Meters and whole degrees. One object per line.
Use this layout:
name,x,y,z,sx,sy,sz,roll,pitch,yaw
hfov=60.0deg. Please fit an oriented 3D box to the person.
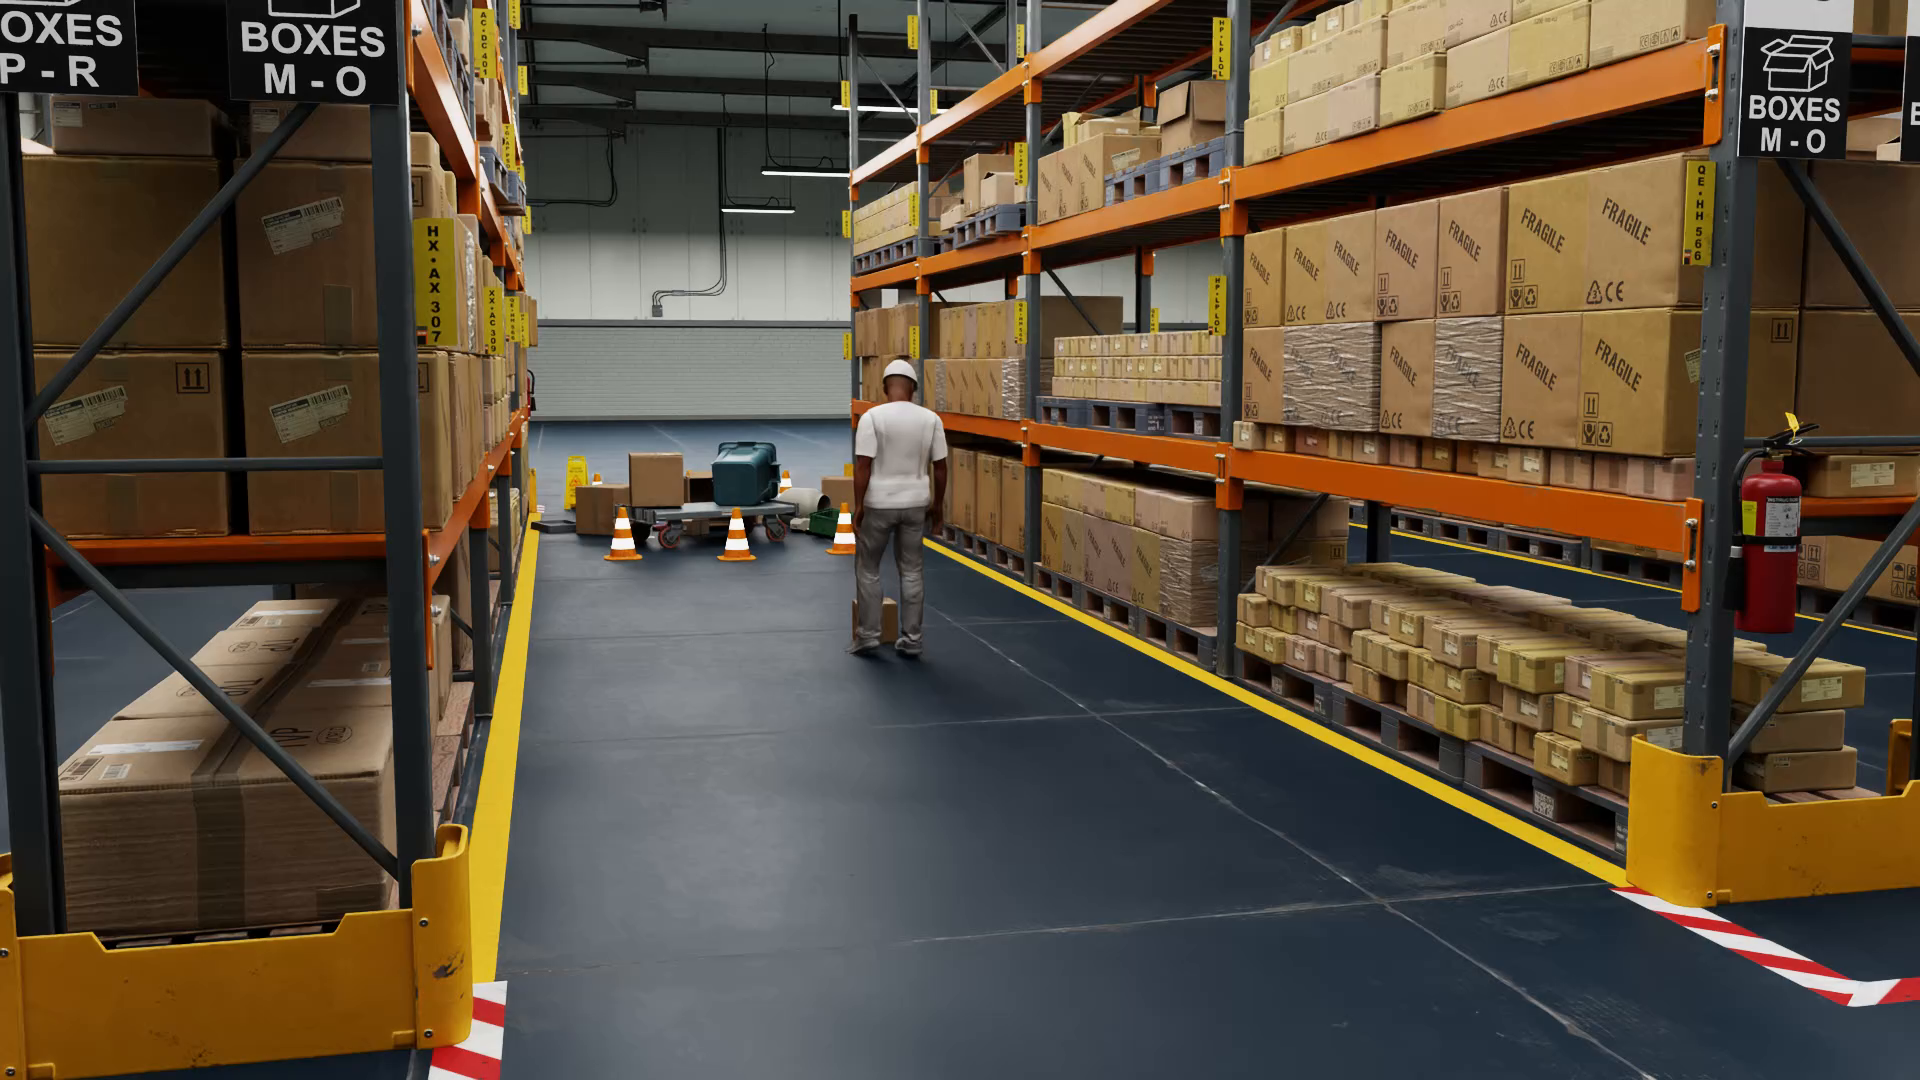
person,-0.403,-0.172,10.017,0.615,1.814,0.502,-2,7,-21
